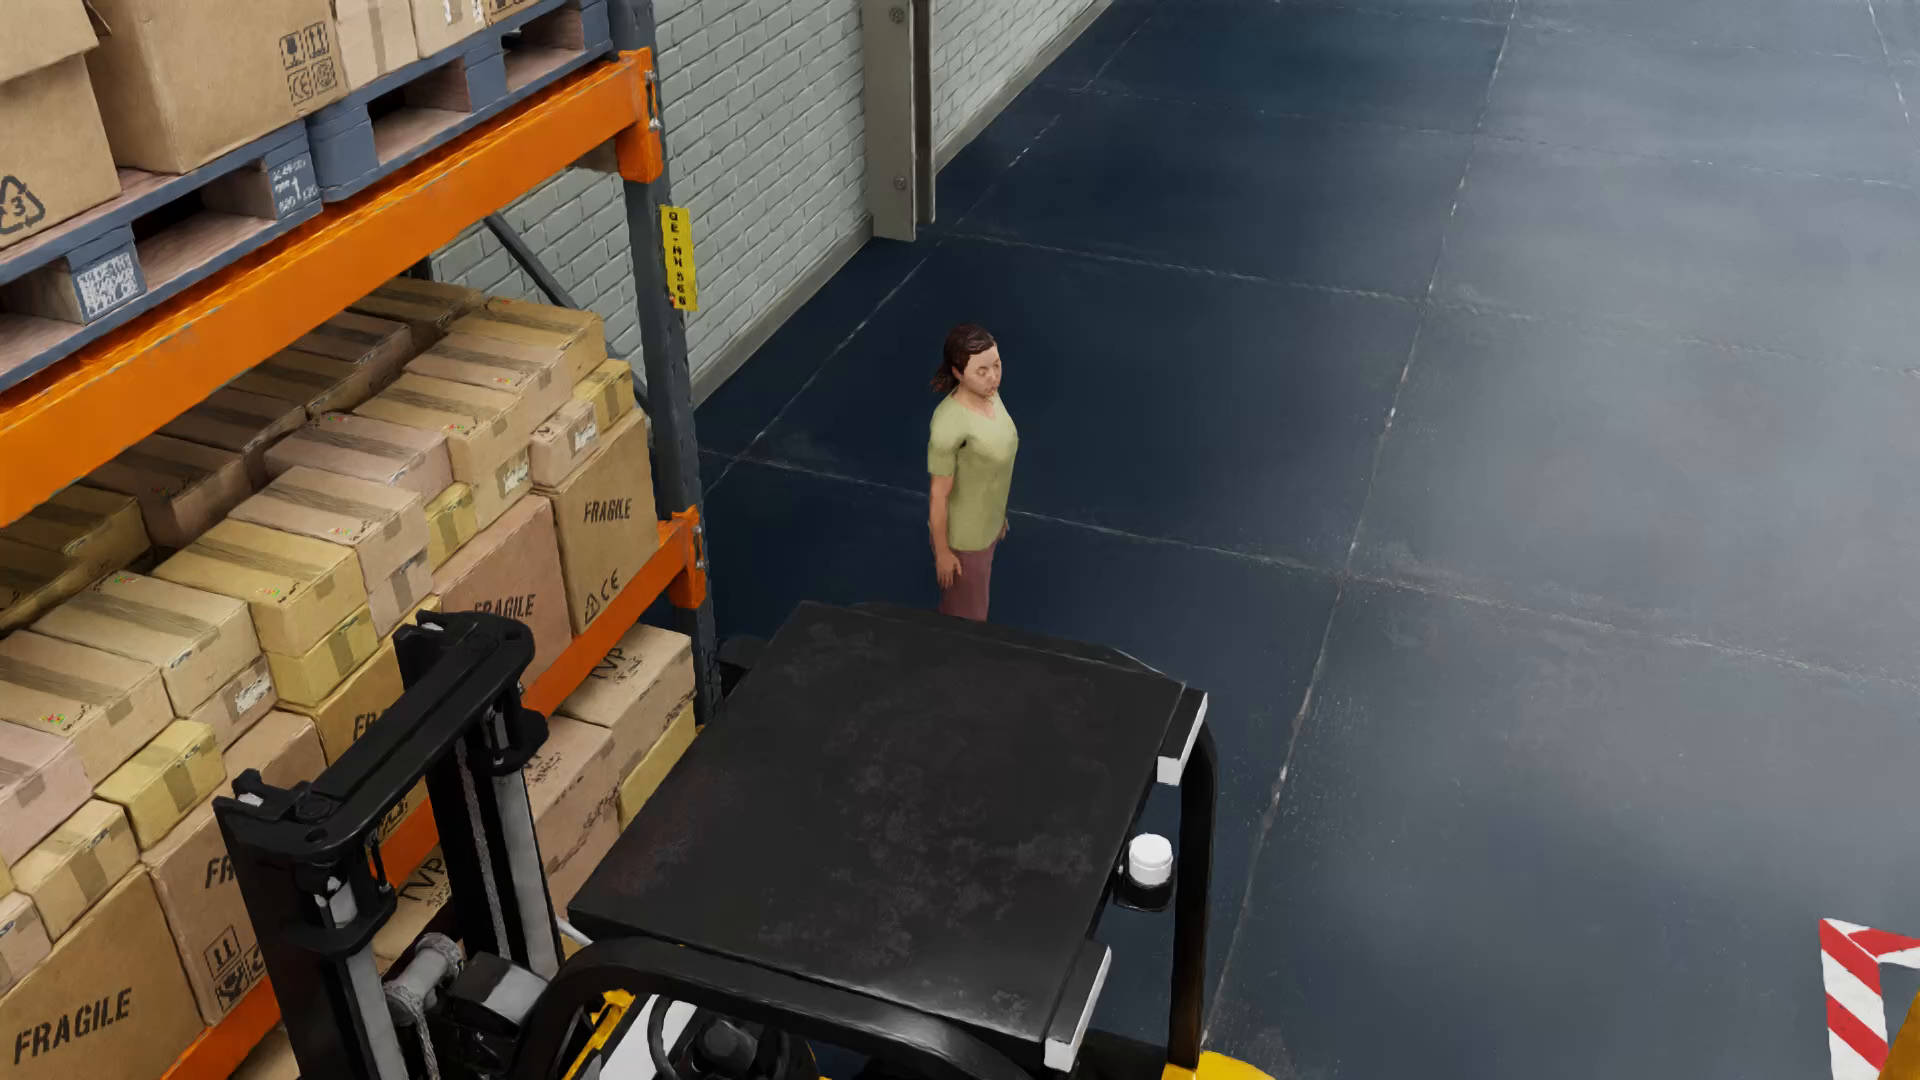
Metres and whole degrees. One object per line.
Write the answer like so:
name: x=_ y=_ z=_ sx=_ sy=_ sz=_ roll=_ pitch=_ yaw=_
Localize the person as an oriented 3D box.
person: x=0.024 y=-0.038 z=6.180 sx=0.355 sy=1.680 sz=0.473 roll=10 pitch=35 yaw=15
